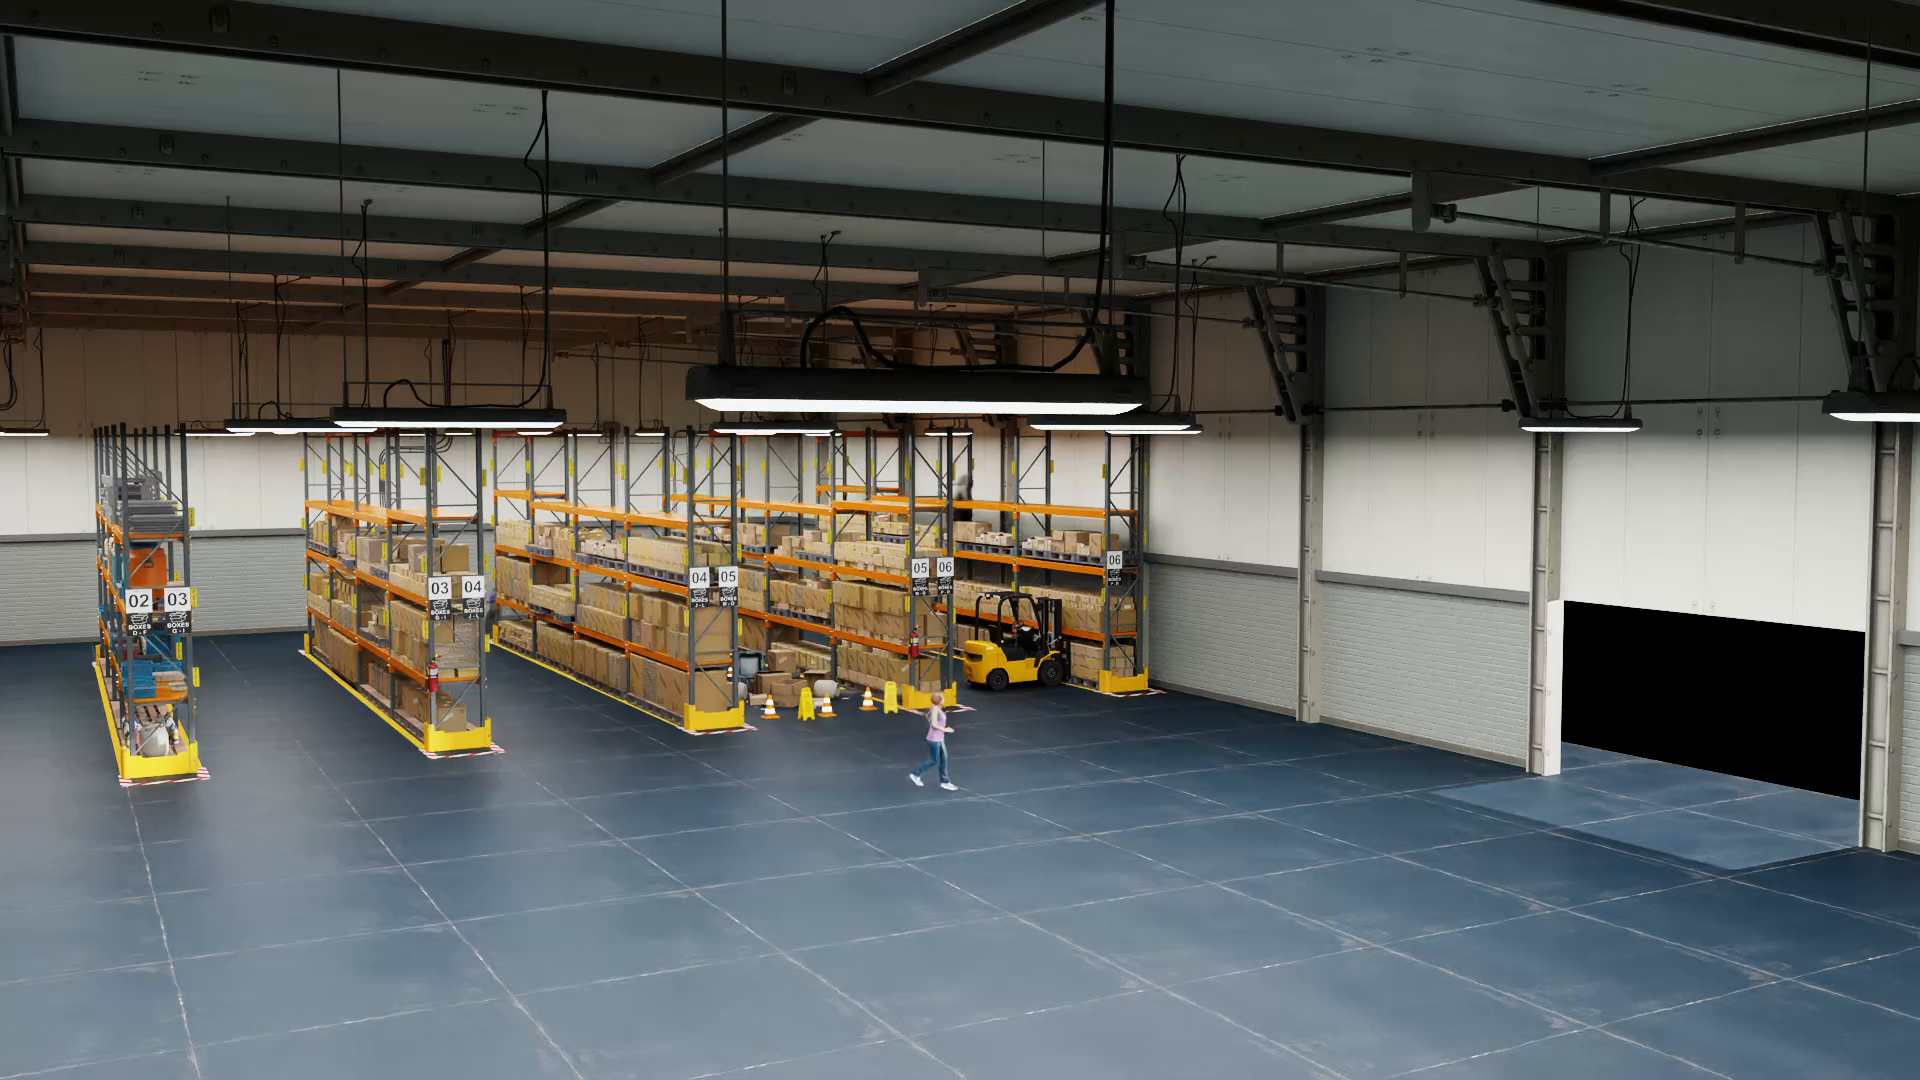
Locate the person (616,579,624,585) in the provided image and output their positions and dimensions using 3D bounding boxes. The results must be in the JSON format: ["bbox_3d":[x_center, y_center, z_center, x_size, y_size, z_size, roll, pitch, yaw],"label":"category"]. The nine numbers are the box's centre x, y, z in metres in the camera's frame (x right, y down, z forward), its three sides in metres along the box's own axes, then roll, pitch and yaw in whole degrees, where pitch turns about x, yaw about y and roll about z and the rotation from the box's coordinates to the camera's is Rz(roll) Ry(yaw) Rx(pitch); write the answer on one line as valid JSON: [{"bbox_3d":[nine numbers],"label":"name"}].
[{"bbox_3d":[-10.221,1.865,49.904,0.961,1.664,0.585,-2,4,-34],"label":"person"}]

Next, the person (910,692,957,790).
[{"bbox_3d":[-0.431,3.281,27.152,0.770,1.613,0.565,0,3,4],"label":"person"}]

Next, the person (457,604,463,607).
[{"bbox_3d":[-13.396,2.168,44.687,0.703,1.728,0.594,-2,4,-28],"label":"person"}]

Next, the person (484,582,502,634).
[{"bbox_3d":[-13.542,1.992,48.085,0.882,1.589,0.635,0,3,-7],"label":"person"}]
